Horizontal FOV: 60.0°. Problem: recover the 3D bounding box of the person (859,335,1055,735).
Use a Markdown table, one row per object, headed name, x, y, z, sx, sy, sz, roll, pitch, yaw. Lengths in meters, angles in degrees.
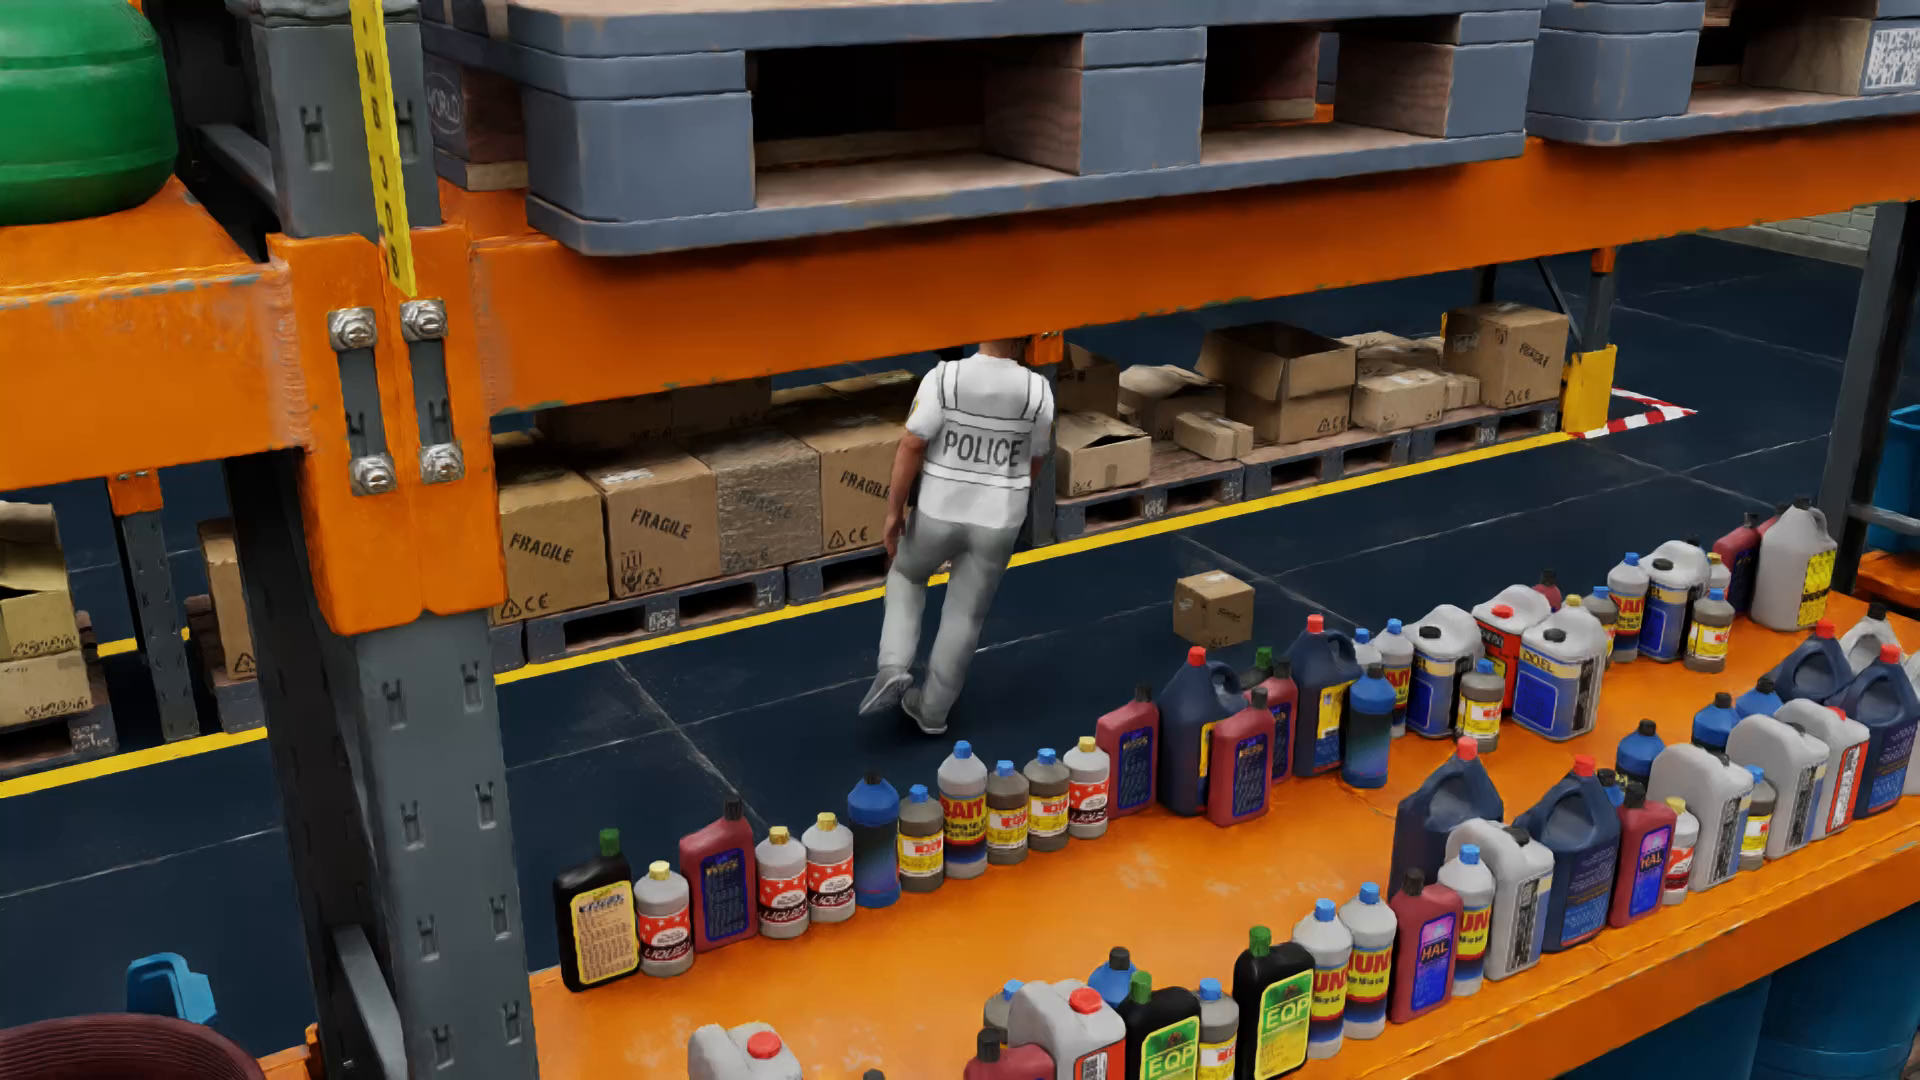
| name | x | y | z | sx | sy | sz | roll | pitch | yaw |
| --- | --- | --- | --- | --- | --- | --- | --- | --- | --- |
| person | -0.026 | -0.094 | 6.318 | 0.752 | 1.709 | 0.502 | -2 | 22 | -4 |
